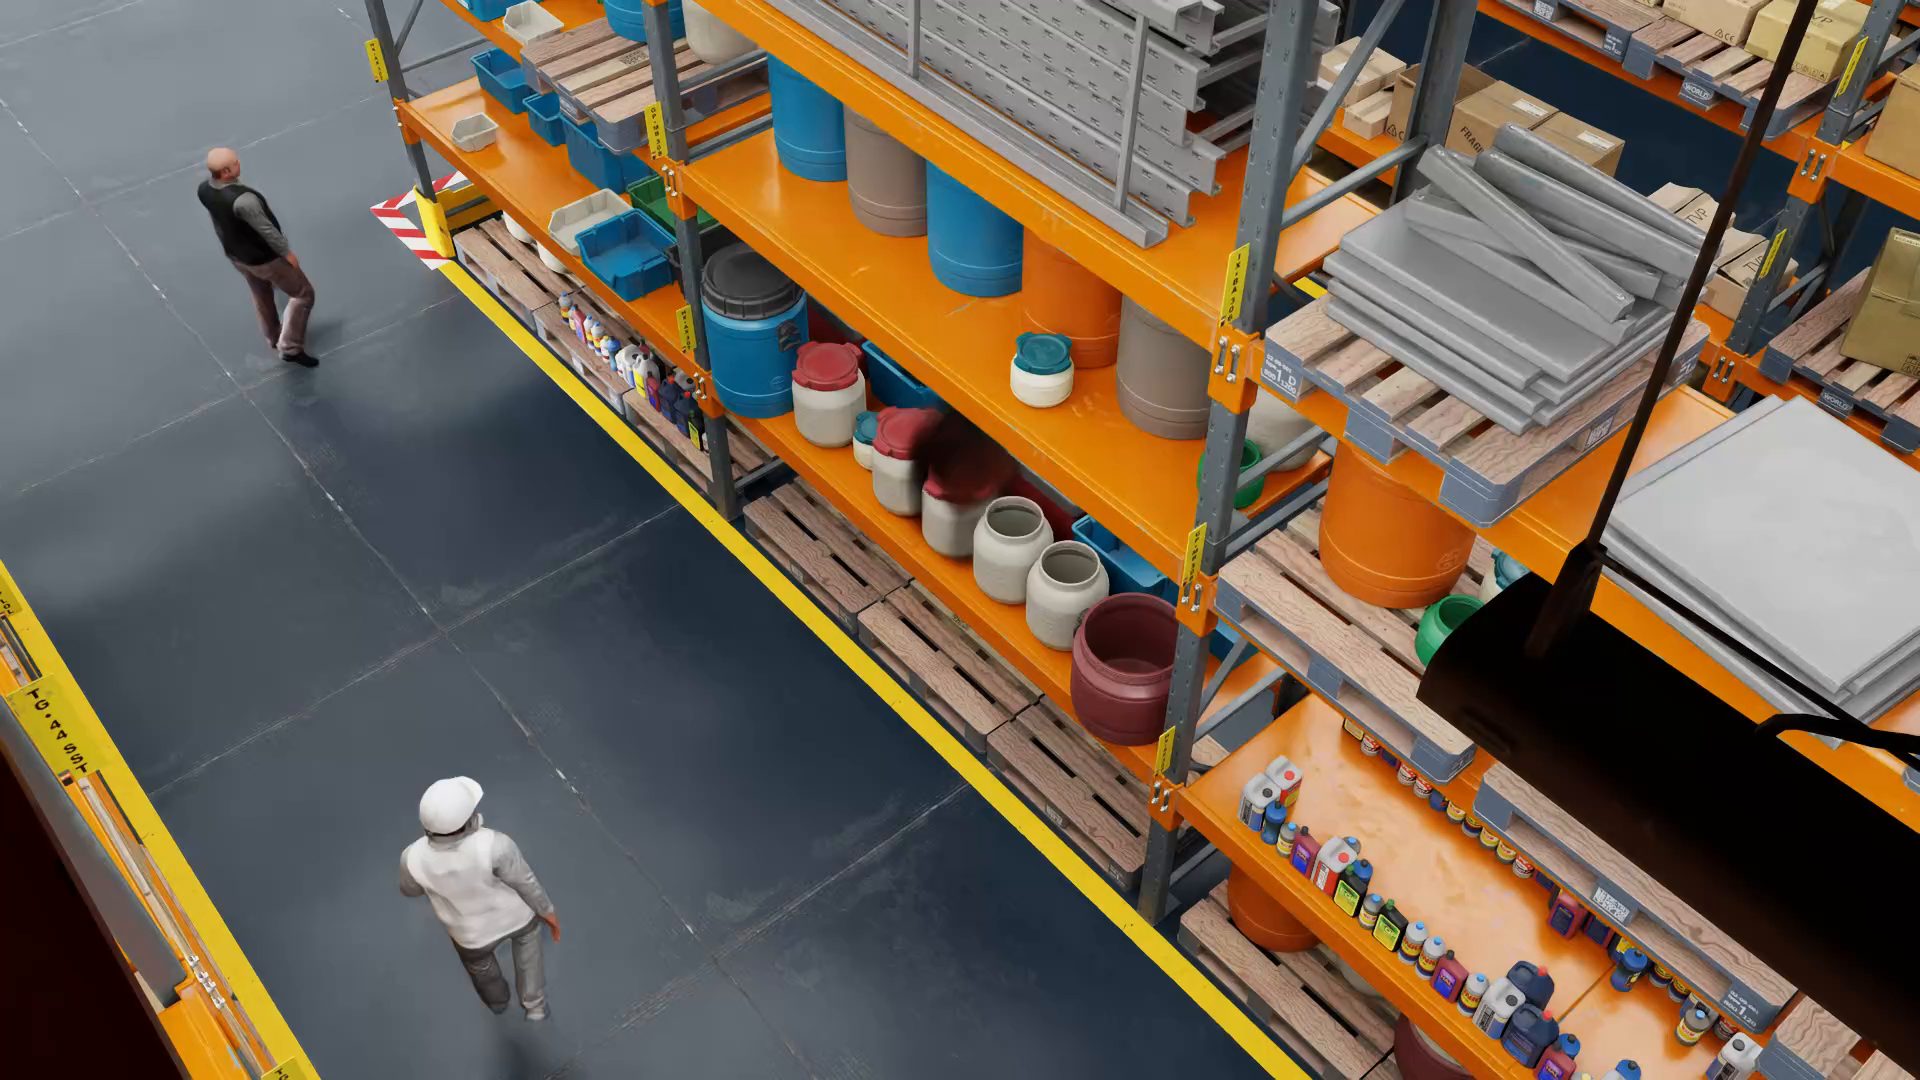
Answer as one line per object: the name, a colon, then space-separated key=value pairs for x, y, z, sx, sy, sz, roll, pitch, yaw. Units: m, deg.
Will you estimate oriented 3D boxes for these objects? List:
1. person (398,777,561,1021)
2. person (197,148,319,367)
person: x=-2.244 y=1.717 z=7.778 sx=0.579 sy=1.819 sz=0.634 roll=-23 pitch=51 yaw=-21
person: x=-4.926 y=-1.991 z=11.681 sx=0.562 sy=1.739 sz=0.462 roll=23 pitch=51 yaw=20
